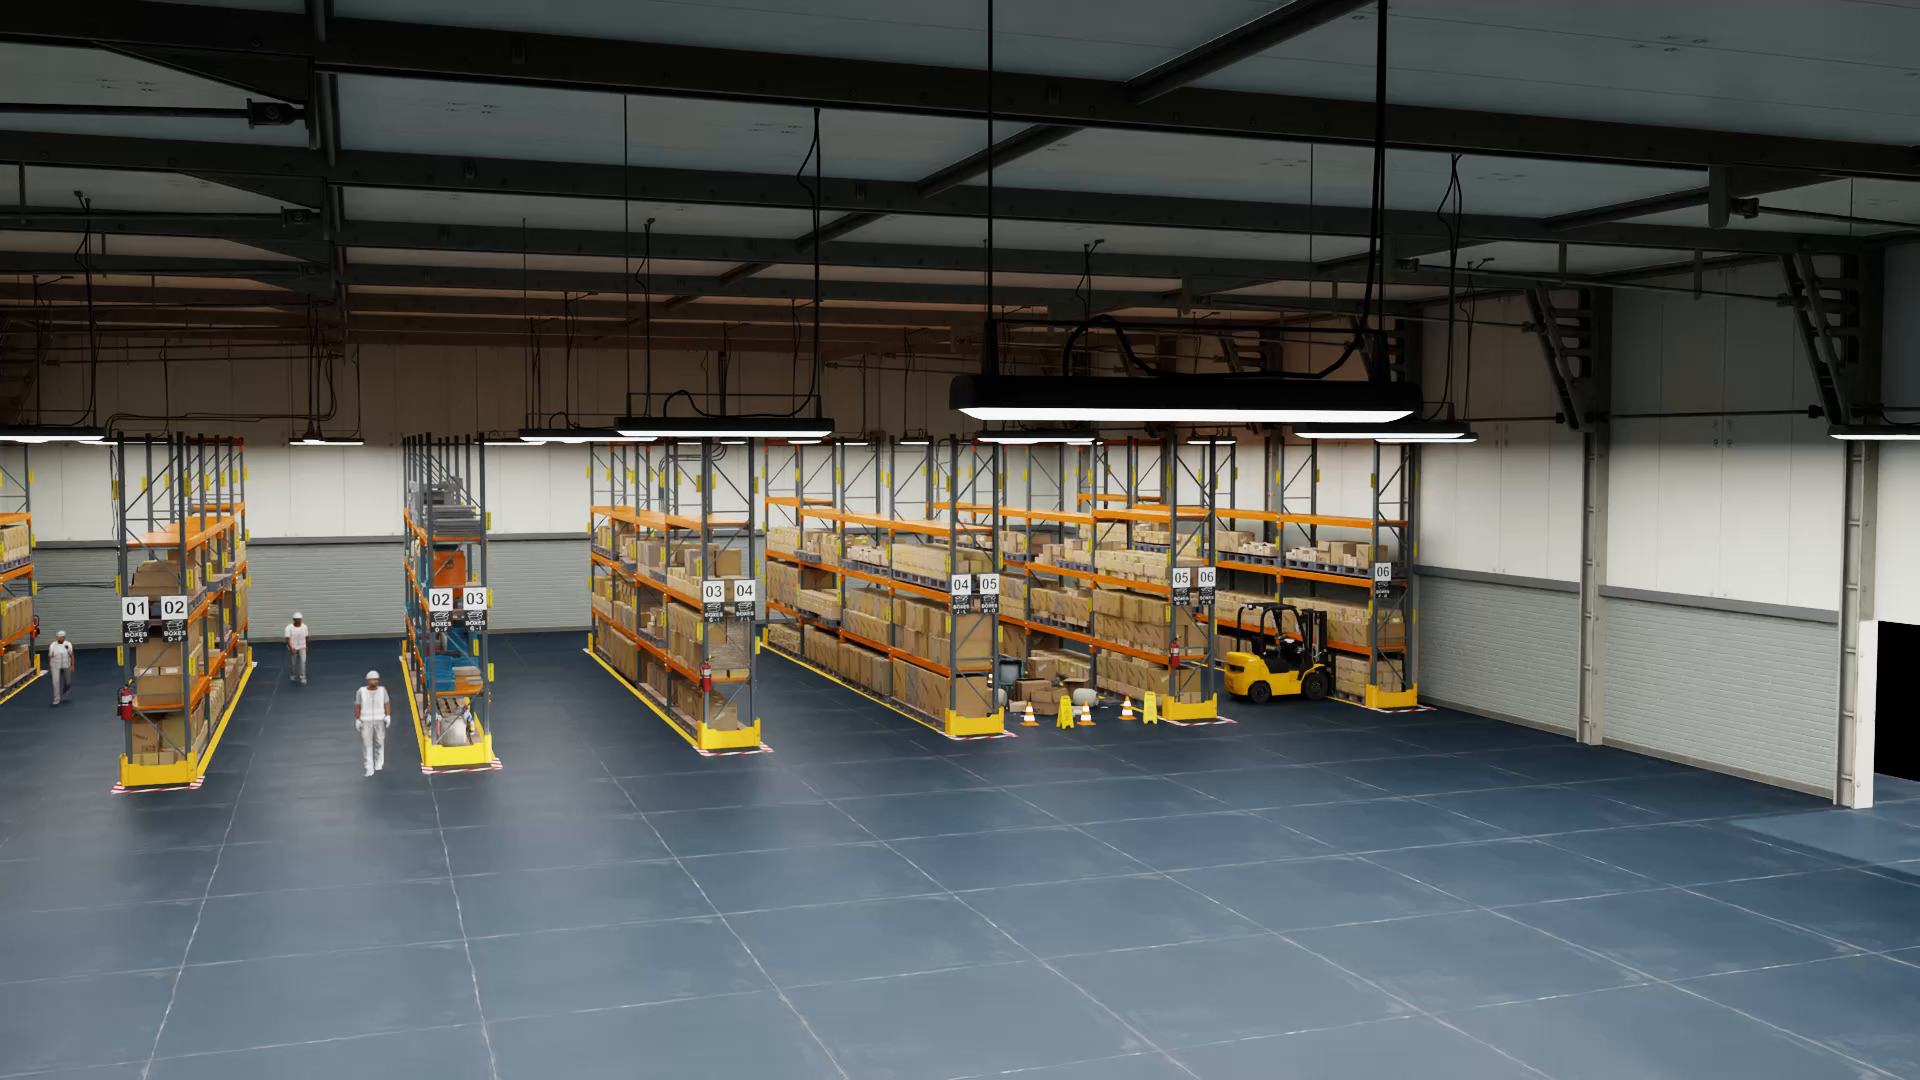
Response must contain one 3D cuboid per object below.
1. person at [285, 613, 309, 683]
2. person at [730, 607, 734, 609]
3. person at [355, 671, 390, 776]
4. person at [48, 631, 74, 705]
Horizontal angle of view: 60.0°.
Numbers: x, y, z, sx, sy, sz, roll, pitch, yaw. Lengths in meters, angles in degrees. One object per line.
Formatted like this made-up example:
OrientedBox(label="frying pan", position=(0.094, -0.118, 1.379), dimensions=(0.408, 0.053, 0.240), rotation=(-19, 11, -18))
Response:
OrientedBox(label="person", position=(-16.061, 2.614, 40.365), dimensions=(0.584, 1.703, 1.023), rotation=(-2, 4, -36))
OrientedBox(label="person", position=(-6.884, 2.129, 49.000), dimensions=(0.827, 1.752, 0.584), rotation=(-2, 4, -37))
OrientedBox(label="person", position=(-10.311, 3.226, 29.291), dimensions=(0.578, 1.787, 0.768), rotation=(-2, 4, -28))
OrientedBox(label="person", position=(-20.214, 2.840, 37.390), dimensions=(0.499, 1.605, 0.963), rotation=(-2, 4, -38))
